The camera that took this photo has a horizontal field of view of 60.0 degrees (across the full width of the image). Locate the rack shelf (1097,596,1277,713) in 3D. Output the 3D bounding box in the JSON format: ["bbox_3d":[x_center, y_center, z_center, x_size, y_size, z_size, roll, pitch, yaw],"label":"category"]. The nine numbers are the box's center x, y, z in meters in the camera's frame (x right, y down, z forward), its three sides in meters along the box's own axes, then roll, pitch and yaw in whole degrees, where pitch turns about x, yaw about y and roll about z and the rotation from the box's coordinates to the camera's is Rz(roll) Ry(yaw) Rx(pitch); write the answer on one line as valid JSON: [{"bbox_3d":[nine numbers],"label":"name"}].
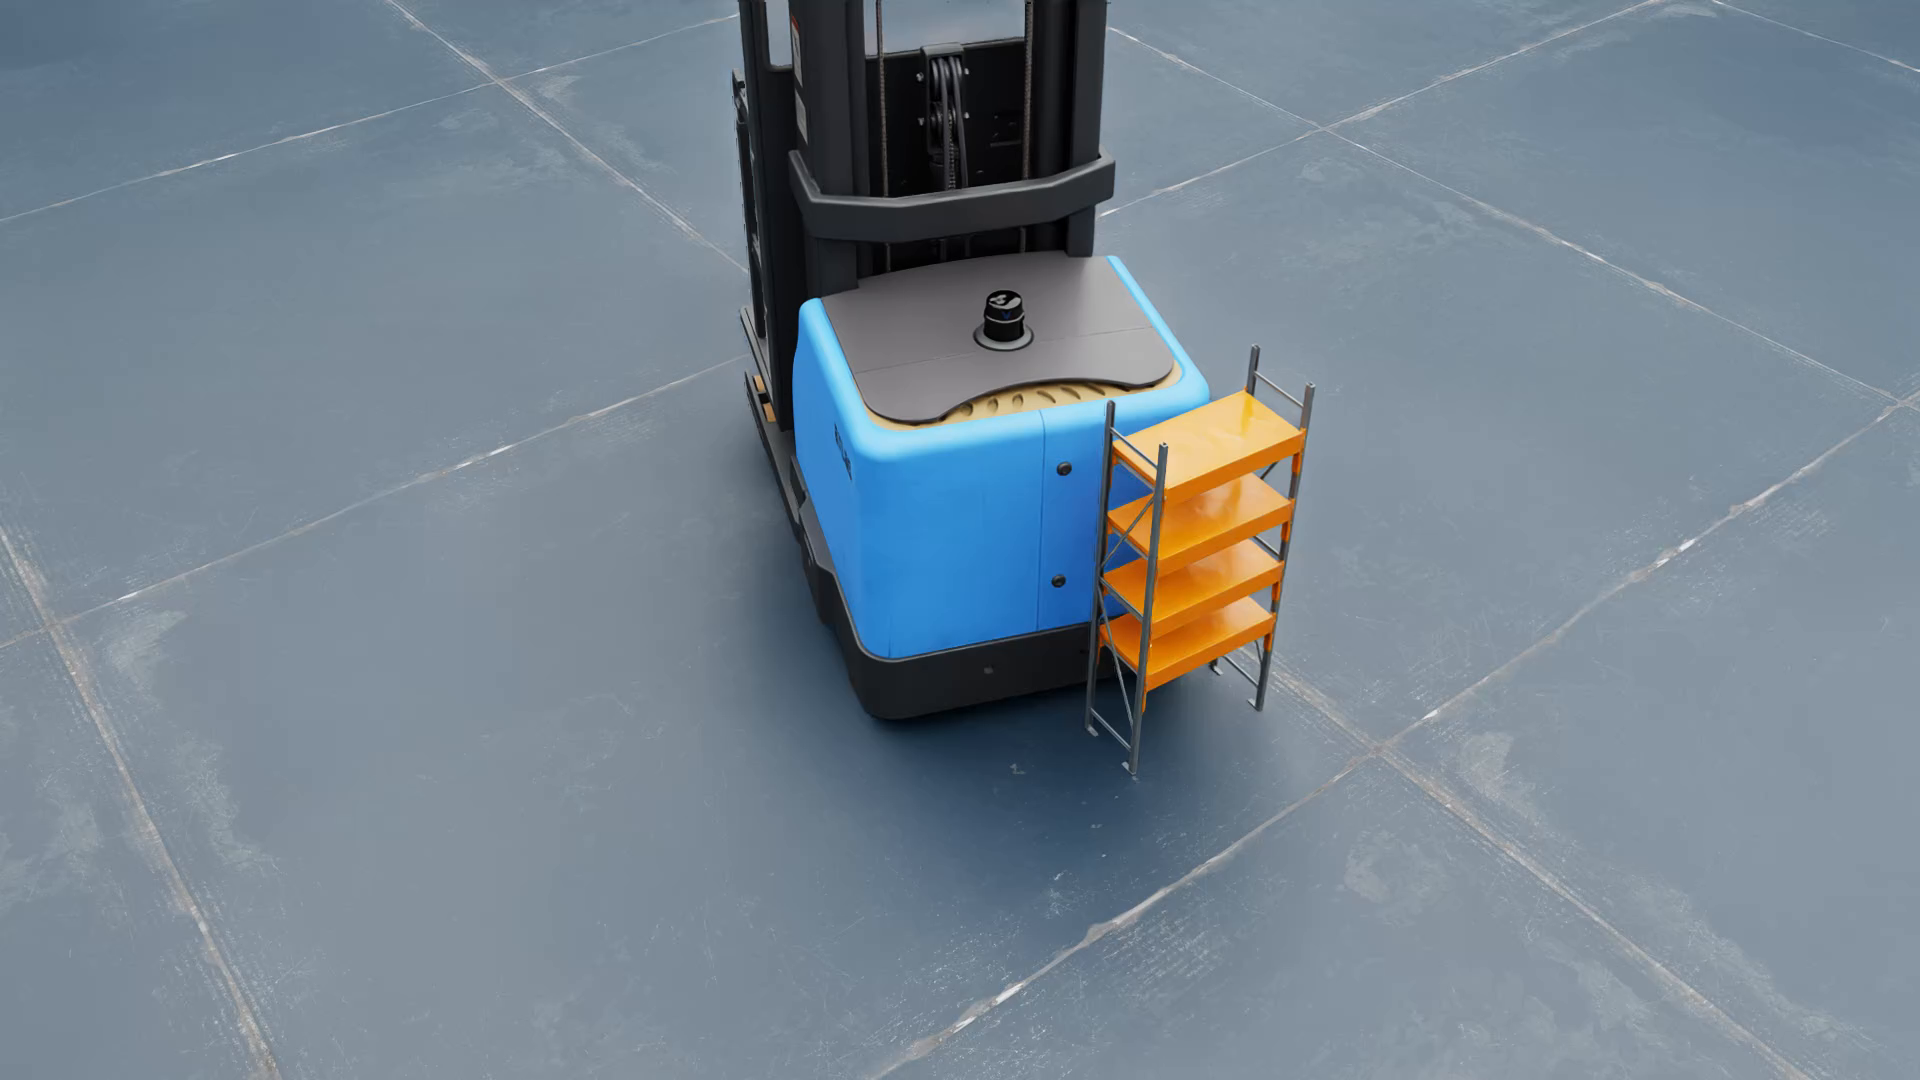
[{"bbox_3d":[0.655,0.287,4.873,0.480,0.148,0.258,-22,44,-25],"label":"rack shelf"}]

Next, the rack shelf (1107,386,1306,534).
[{"bbox_3d":[0.655,-0.222,4.455,0.480,0.148,0.258,-22,44,-25],"label":"rack shelf"}]

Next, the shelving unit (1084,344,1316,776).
[{"bbox_3d":[0.655,0.082,4.704,0.503,1.200,0.258,-22,44,-25],"label":"shelving unit"}]

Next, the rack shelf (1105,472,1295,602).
[{"bbox_3d":[0.655,-0.039,4.605,0.480,0.148,0.258,-22,44,-25],"label":"rack shelf"}]

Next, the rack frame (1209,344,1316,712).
[{"bbox_3d":[0.860,-0.002,4.806,0.015,1.200,0.240,-22,44,-25],"label":"rack frame"}]

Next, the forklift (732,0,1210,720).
[{"bbox_3d":[-0.181,-1.538,5.314,1.130,2.935,3.031,-10,40,-12],"label":"forklift"}]

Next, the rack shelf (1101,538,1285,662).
[{"bbox_3d":[0.655,0.134,4.747,0.480,0.148,0.258,-22,44,-25],"label":"rack shelf"}]

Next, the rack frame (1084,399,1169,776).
[{"bbox_3d":[0.450,0.166,4.602,0.015,1.200,0.240,-22,44,-25],"label":"rack frame"}]
